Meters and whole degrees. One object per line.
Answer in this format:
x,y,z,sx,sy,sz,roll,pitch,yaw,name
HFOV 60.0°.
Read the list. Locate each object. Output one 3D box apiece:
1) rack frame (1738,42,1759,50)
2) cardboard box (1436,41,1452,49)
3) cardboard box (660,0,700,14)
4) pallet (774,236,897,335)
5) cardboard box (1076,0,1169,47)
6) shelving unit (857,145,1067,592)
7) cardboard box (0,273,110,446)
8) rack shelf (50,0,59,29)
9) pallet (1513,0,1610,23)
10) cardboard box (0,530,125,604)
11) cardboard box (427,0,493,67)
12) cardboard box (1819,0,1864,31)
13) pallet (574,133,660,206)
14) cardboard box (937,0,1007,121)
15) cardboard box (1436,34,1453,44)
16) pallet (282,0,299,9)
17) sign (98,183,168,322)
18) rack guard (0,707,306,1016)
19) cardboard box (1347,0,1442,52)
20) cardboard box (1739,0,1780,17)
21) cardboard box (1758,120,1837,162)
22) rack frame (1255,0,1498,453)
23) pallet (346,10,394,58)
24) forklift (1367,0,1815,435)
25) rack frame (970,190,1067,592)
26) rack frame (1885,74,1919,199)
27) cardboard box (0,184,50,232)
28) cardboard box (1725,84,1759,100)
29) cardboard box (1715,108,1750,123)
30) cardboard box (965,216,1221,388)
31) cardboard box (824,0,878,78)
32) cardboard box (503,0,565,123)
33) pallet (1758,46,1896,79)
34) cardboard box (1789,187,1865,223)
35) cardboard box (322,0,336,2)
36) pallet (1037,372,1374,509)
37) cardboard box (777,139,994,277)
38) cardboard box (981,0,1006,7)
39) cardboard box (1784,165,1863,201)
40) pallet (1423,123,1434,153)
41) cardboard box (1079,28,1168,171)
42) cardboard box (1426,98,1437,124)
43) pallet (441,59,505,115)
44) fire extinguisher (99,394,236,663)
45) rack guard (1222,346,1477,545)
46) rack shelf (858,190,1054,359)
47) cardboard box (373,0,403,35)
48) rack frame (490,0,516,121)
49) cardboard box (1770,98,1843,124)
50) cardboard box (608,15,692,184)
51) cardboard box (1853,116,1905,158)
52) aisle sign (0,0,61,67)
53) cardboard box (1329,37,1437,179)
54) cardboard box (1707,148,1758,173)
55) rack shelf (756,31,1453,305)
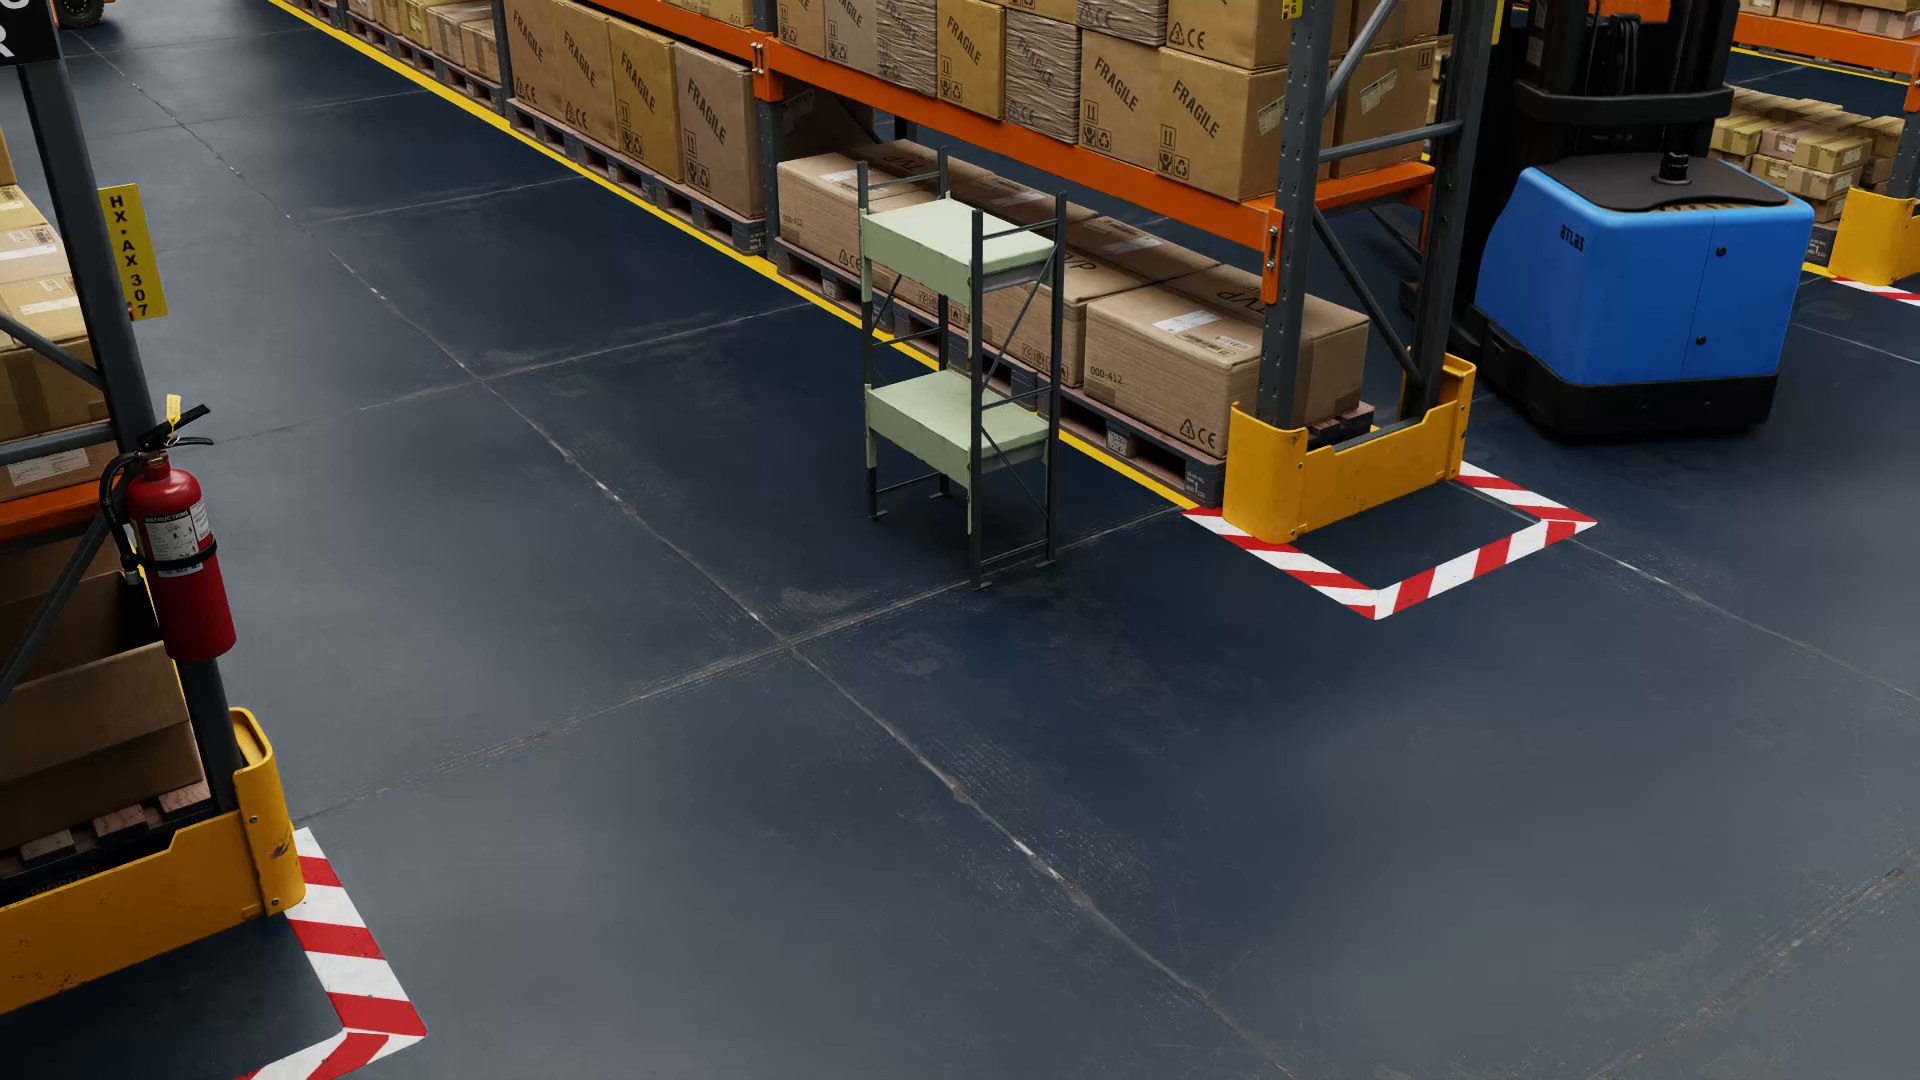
7.380,-5.823,14.329,1.000,3.000,0.127,-19,34,-31,rack frame
3.312,-3.491,11.959,0.380,0.149,0.250,-17,33,-29,cardboard box
-1.452,-3.316,9.871,0.500,0.250,0.500,-19,34,-31,cardboard box
-0.315,-1.537,9.359,1.003,0.211,1.213,-19,34,-31,pallet
0.827,-2.324,6.734,0.500,0.500,0.500,-19,34,-30,cardboard box
-0.004,-0.662,6.397,0.431,1.500,0.755,-19,34,-31,shelving unit
-2.457,-0.465,4.308,0.500,0.250,0.500,-19,34,-30,cardboard box
-3.573,-1.928,4.769,1.077,0.370,4.000,-19,34,-31,rack shelf
6.159,-5.351,16.382,1.003,0.211,1.213,-19,34,-31,pallet
-3.155,0.158,5.495,0.700,0.500,0.500,-17,33,-29,cardboard box
-3.767,-4.171,13.601,0.950,0.372,0.625,-19,34,-32,cardboard box
5.069,-2.979,9.356,0.380,0.149,0.250,-19,34,-31,cardboard box
-1.913,-2.608,11.331,1.003,0.211,1.213,-19,34,-31,pallet
0.237,-2.276,7.694,0.500,0.500,0.500,-18,33,-29,cardboard box
3.700,-3.616,12.189,0.380,0.149,0.250,-18,33,-29,cardboard box
-6.463,-5.690,17.006,1.003,0.211,1.213,-19,34,-31,pallet
-1.971,-0.680,3.951,0.100,0.325,0.005,-19,34,-31,sign
-2.457,0.920,4.532,1.175,0.500,0.348,-19,34,-31,rack guard
1.582,-2.273,6.640,0.500,0.500,0.500,-20,34,-32,cardboard box
4.744,-3.165,9.698,0.380,0.149,0.250,-18,33,-29,cardboard box
4.989,-2.376,9.907,0.380,0.149,0.250,-18,33,-30,cardboard box
1.628,-1.524,6.414,1.000,3.000,0.127,-19,34,-31,rack frame
-4.880,-4.662,15.113,1.003,0.211,1.213,-19,34,-31,pallet
2.994,-2.437,8.167,1.130,2.935,3.031,-4,29,-7,forklift
0.208,-0.519,6.135,0.400,1.500,0.023,-19,34,-31,rack frame
5.602,-2.934,9.009,1.000,3.000,0.127,-19,34,-31,rack frame
-3.046,-0.857,5.030,0.500,0.250,0.500,-19,34,-32,cardboard box
4.910,-2.816,10.716,0.380,0.149,0.250,-17,33,-29,cardboard box
4.637,-2.560,10.245,0.380,0.149,0.250,-20,34,-33,cardboard box
0.626,-1.165,7.997,0.875,0.438,0.875,-18,33,-29,cardboard box
-0.345,-2.672,8.422,0.500,0.500,0.500,-19,34,-30,cardboard box
-2.679,-3.594,12.011,0.875,0.875,0.875,-19,34,-31,cardboard box
7.758,-4.280,14.410,1.003,0.211,1.213,-19,34,-31,pallet
5.126,-2.013,9.860,0.380,0.149,0.250,-18,33,-30,cardboard box
-5.895,-5.321,15.846,0.500,0.250,0.500,-17,33,-28,cardboard box
1.100,-0.588,7.612,1.003,0.211,1.213,-19,34,-31,pallet
-0.415,-1.864,9.284,0.875,0.438,0.875,-19,34,-31,cardboard box
0.253,-2.713,7.451,0.500,0.500,0.500,-19,34,-31,cardboard box
5.063,-2.123,9.751,0.380,0.149,0.250,-20,34,-32,cardboard box
3.700,-3.012,12.076,1.003,0.211,1.213,-19,34,-31,pallet
0.854,-1.882,6.967,0.500,0.500,0.500,-20,34,-32,cardboard box
3.385,-3.087,11.838,0.380,0.149,0.250,-18,33,-29,cardboard box
-3.465,-3.713,13.366,1.003,0.211,1.213,-19,34,-31,pallet
-1.951,-0.022,4.119,0.296,0.674,0.183,-19,34,-31,fire extinguisher
1.642,-0.417,6.993,1.175,0.500,0.348,-19,34,-31,rack guard
-0.004,-1.005,6.211,0.431,0.370,0.720,-19,34,-31,rack shelf
-4.607,-4.738,14.644,0.950,0.372,0.625,-17,33,-28,cardboard box
-3.012,-4.634,12.141,1.000,3.000,0.127,-19,34,-31,rack frame
5.275,-2.632,10.378,0.380,0.149,0.250,-19,34,-31,cardboard box
-1.647,-2.898,10.730,0.875,0.875,0.875,-18,33,-29,cardboard box
5.574,-2.425,9.996,0.380,0.149,0.250,-21,35,-33,cardboard box
-2.134,-1.346,3.362,0.394,0.787,0.004,-19,34,-31,aisle sign
1.583,-1.834,6.880,0.500,0.500,0.500,-19,34,-31,cardboard box
4.760,-2.324,10.122,0.380,0.149,0.250,-20,35,-33,cardboard box
0.468,-1.986,8.017,1.077,0.370,4.000,-19,34,-31,rack shelf
